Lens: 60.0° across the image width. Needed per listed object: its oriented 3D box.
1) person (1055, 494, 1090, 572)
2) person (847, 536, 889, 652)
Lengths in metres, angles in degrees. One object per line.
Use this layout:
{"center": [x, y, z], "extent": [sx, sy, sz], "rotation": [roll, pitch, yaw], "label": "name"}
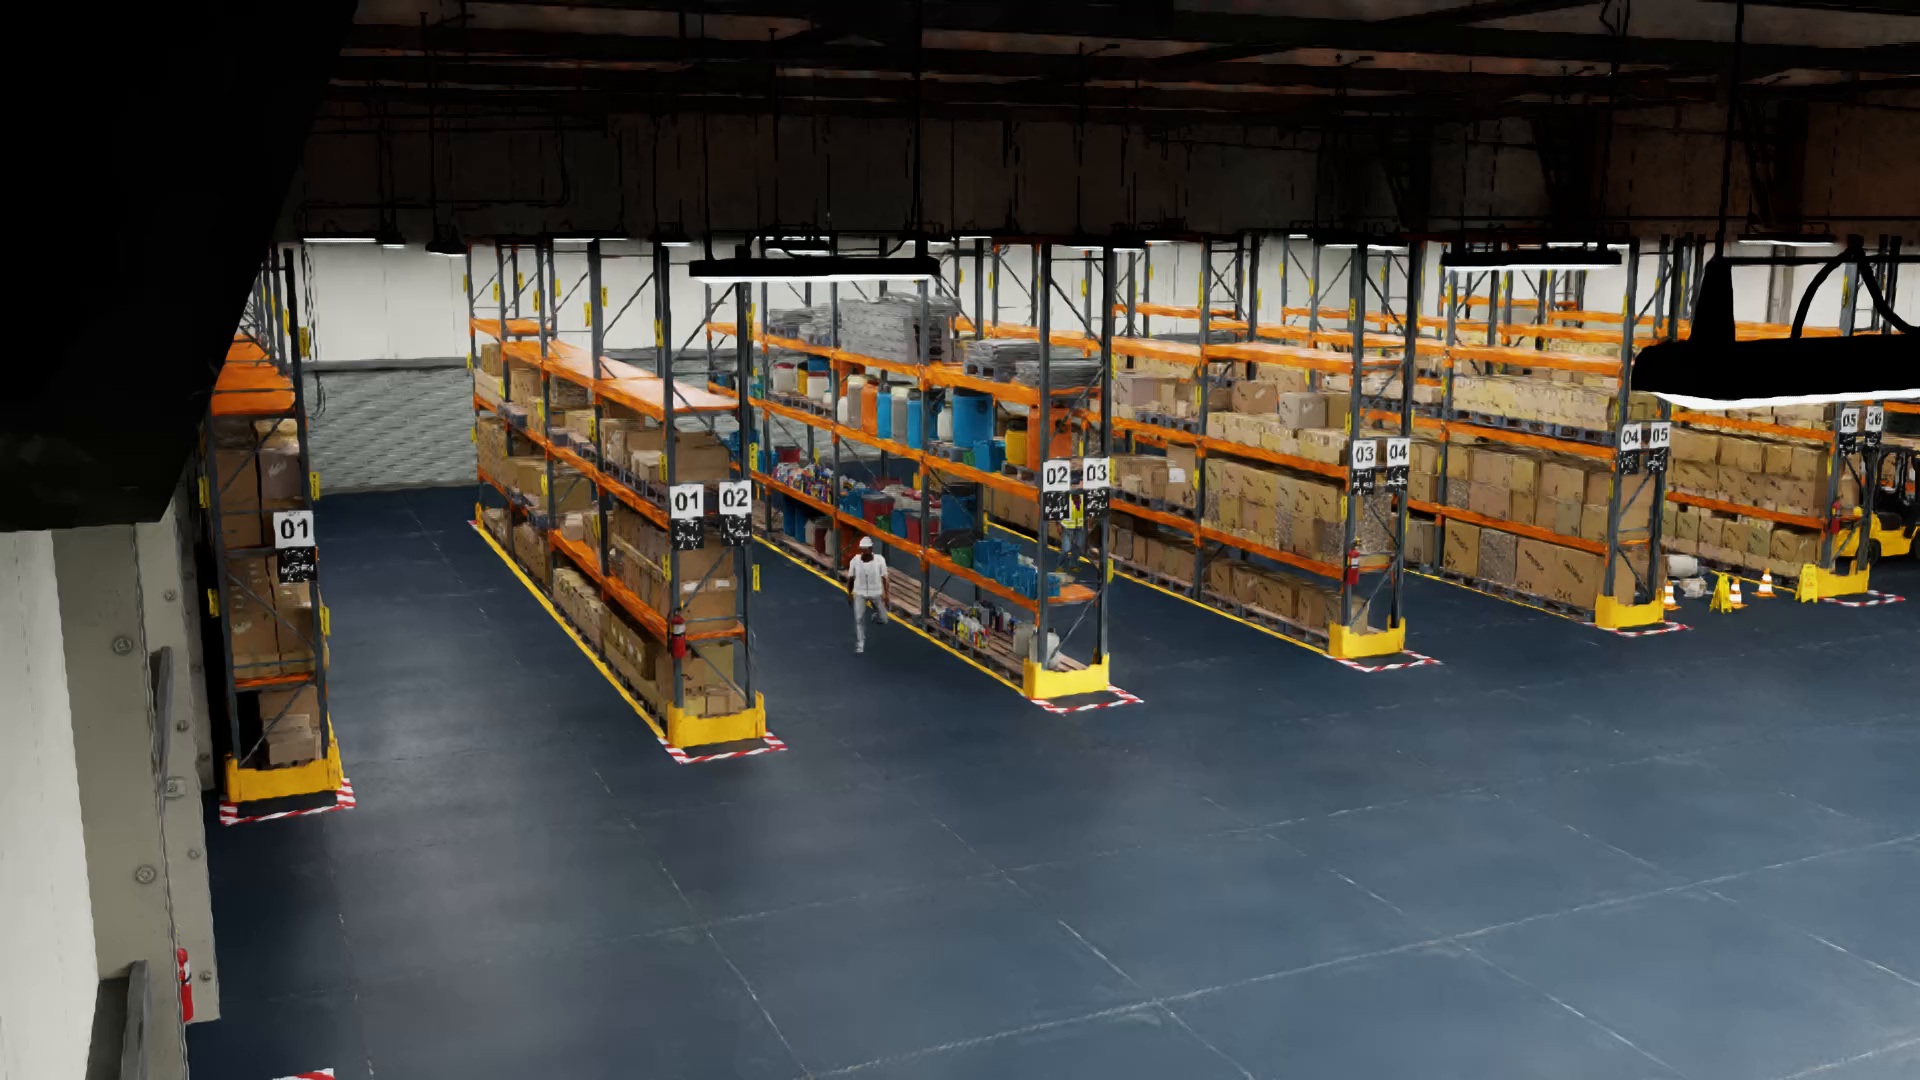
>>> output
{"center": [2.013, -0.240, 29.909], "extent": [0.708, 1.714, 0.572], "rotation": [-5, 12, -24], "label": "person"}
{"center": [-1.362, 0.777, 24.662], "extent": [0.616, 1.716, 0.978], "rotation": [-1, 11, -3], "label": "person"}
